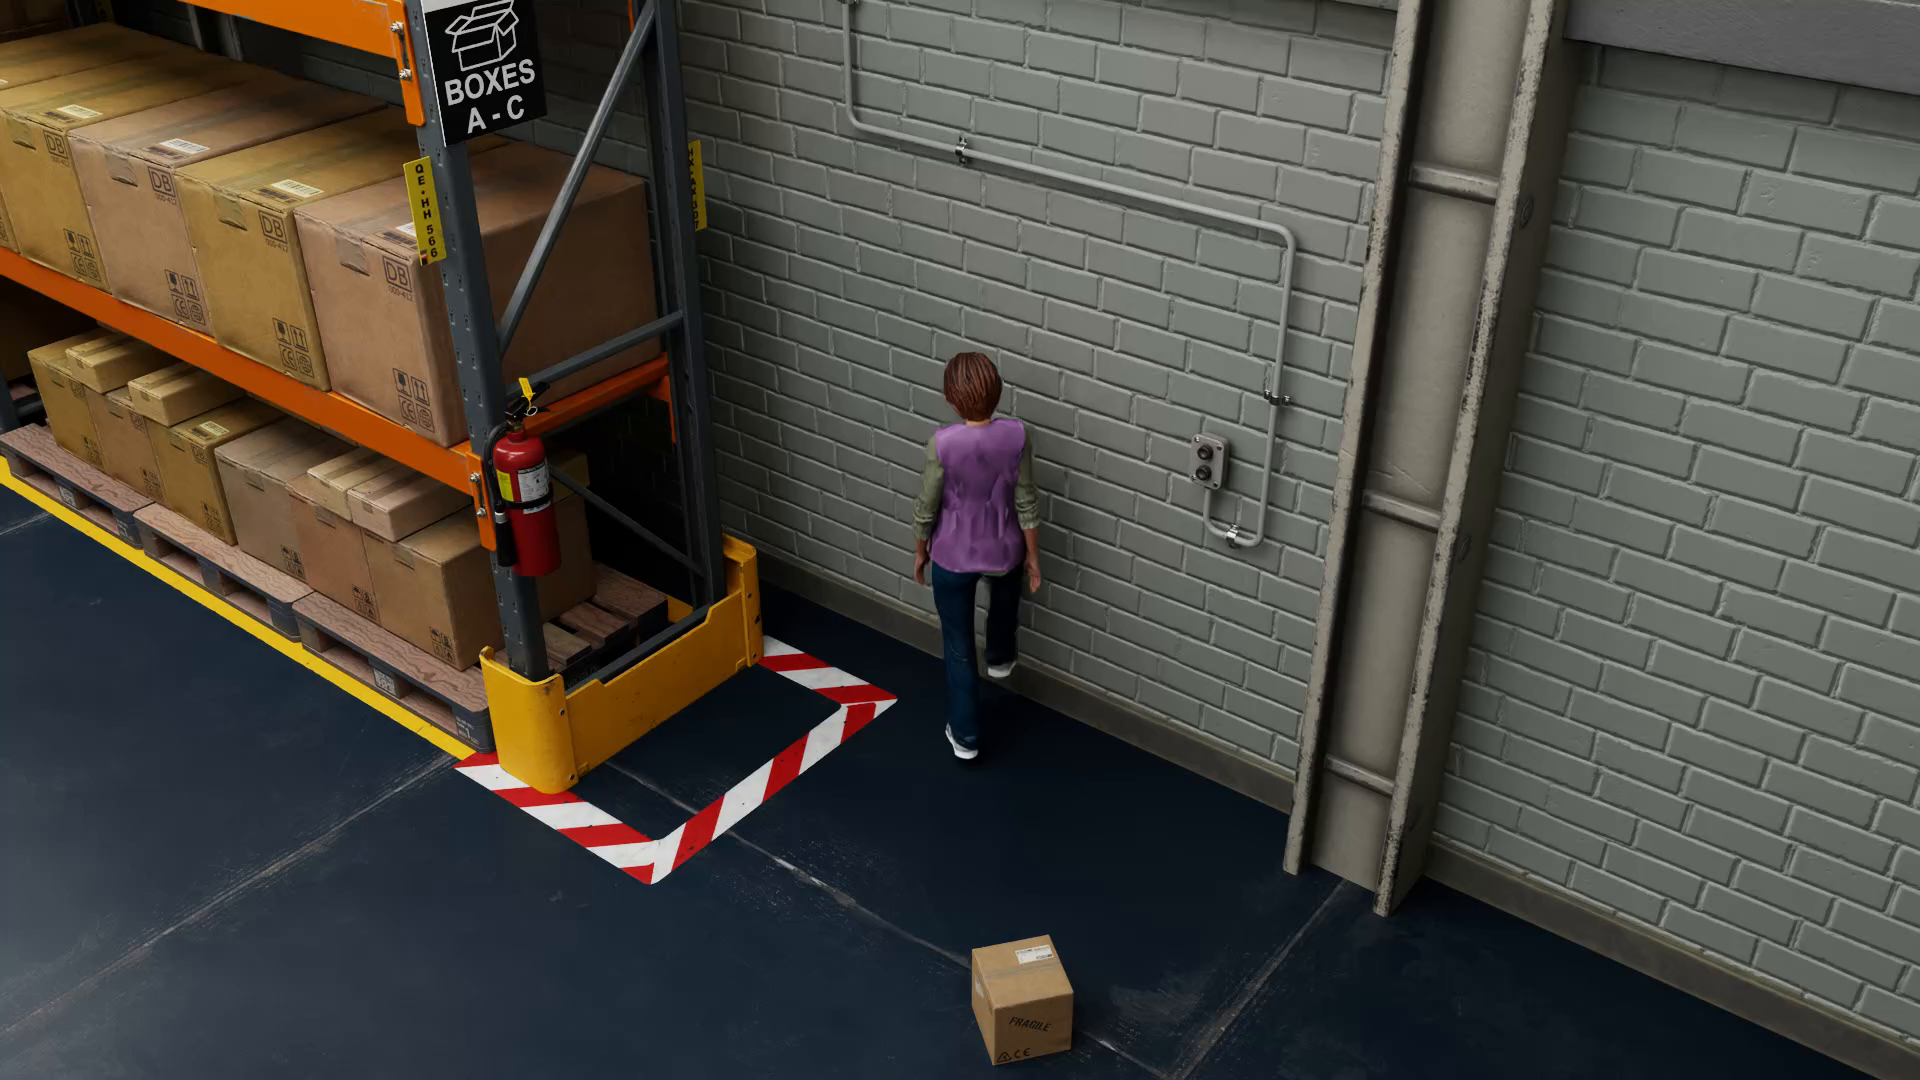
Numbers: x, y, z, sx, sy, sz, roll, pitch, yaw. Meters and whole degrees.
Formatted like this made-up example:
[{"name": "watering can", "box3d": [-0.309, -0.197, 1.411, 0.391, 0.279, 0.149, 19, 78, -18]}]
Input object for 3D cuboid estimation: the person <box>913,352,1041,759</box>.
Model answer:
[{"name": "person", "box3d": [0.045, 0.024, 6.069, 0.463, 1.586, 0.587, -5, 32, -8]}]
